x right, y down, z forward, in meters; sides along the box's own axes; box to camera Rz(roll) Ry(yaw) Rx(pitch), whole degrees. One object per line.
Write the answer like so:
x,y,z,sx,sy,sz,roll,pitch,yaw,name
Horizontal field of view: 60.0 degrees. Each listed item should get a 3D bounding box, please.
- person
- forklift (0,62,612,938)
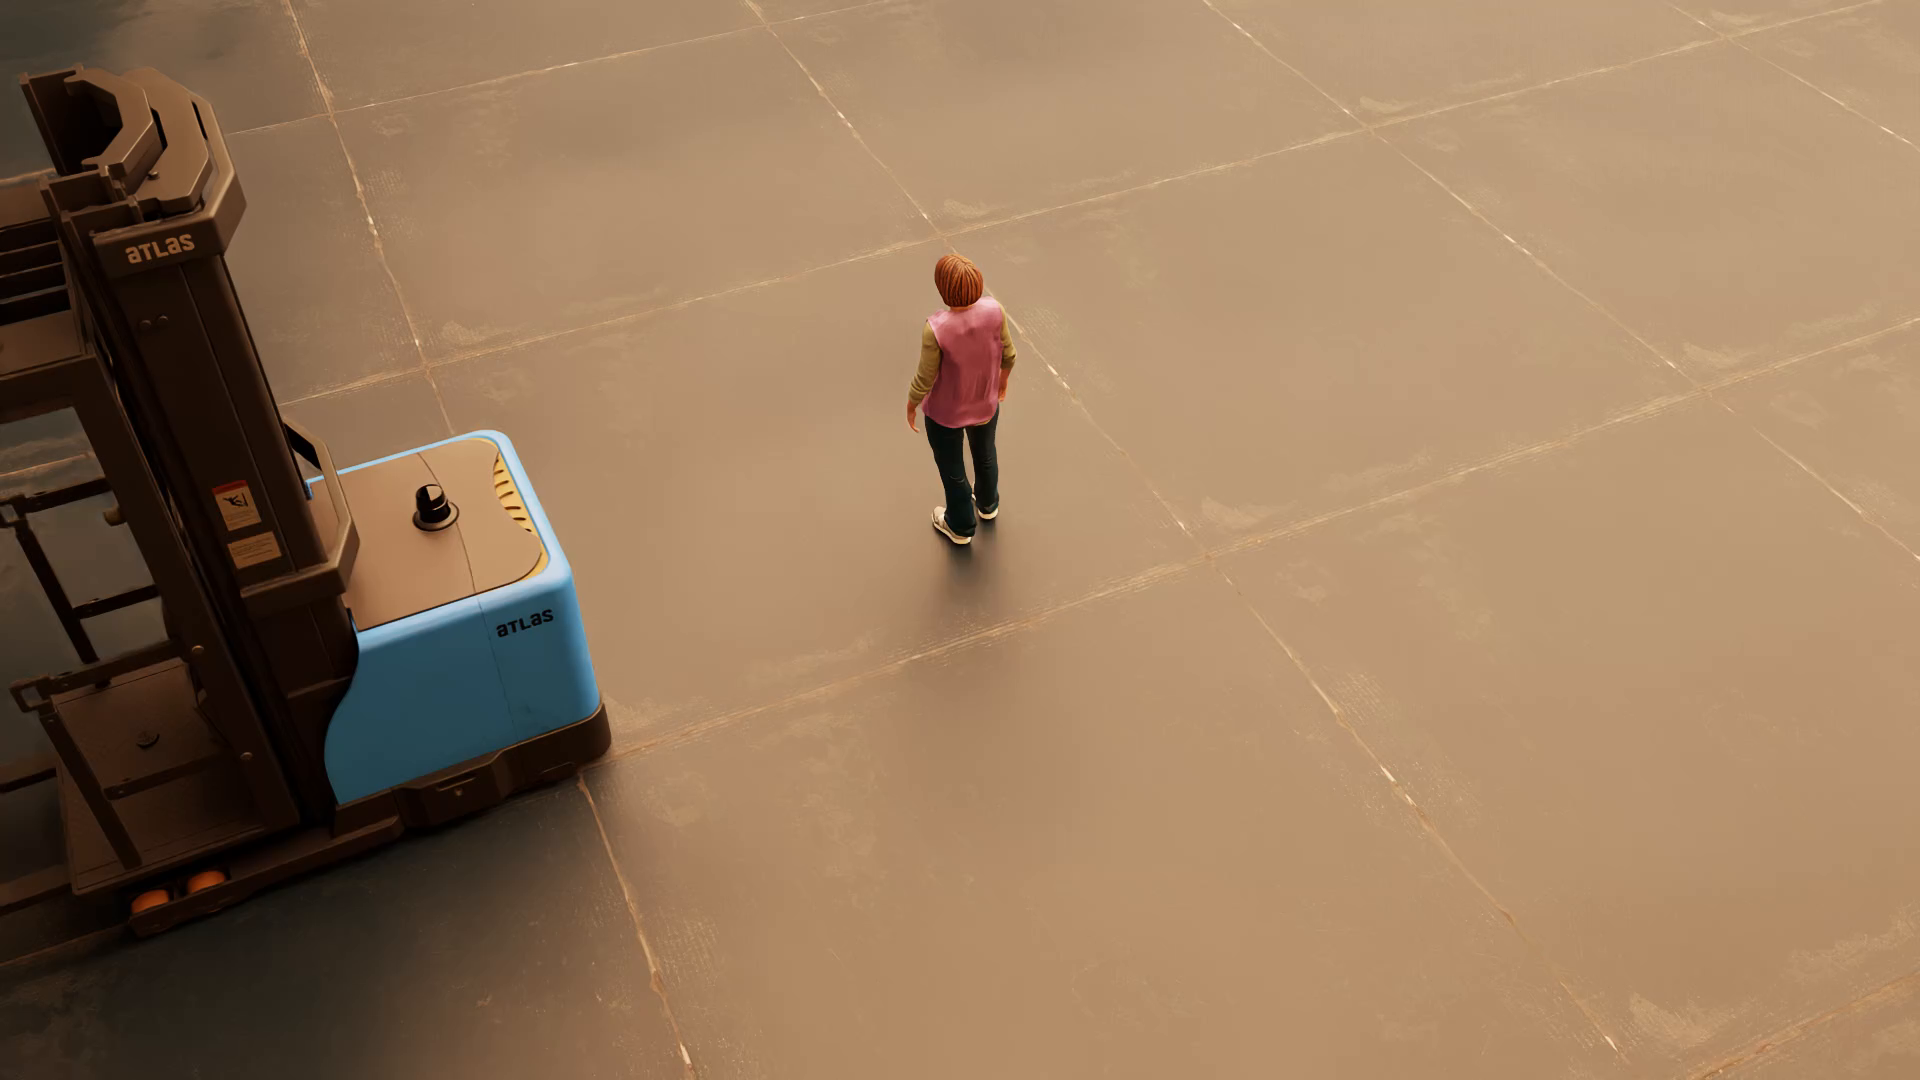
-0.018,-0.639,7.332,0.520,1.596,0.476,-18,46,-18,person
-2.985,-0.012,5.693,3.031,2.935,1.130,-19,46,-19,forklift
